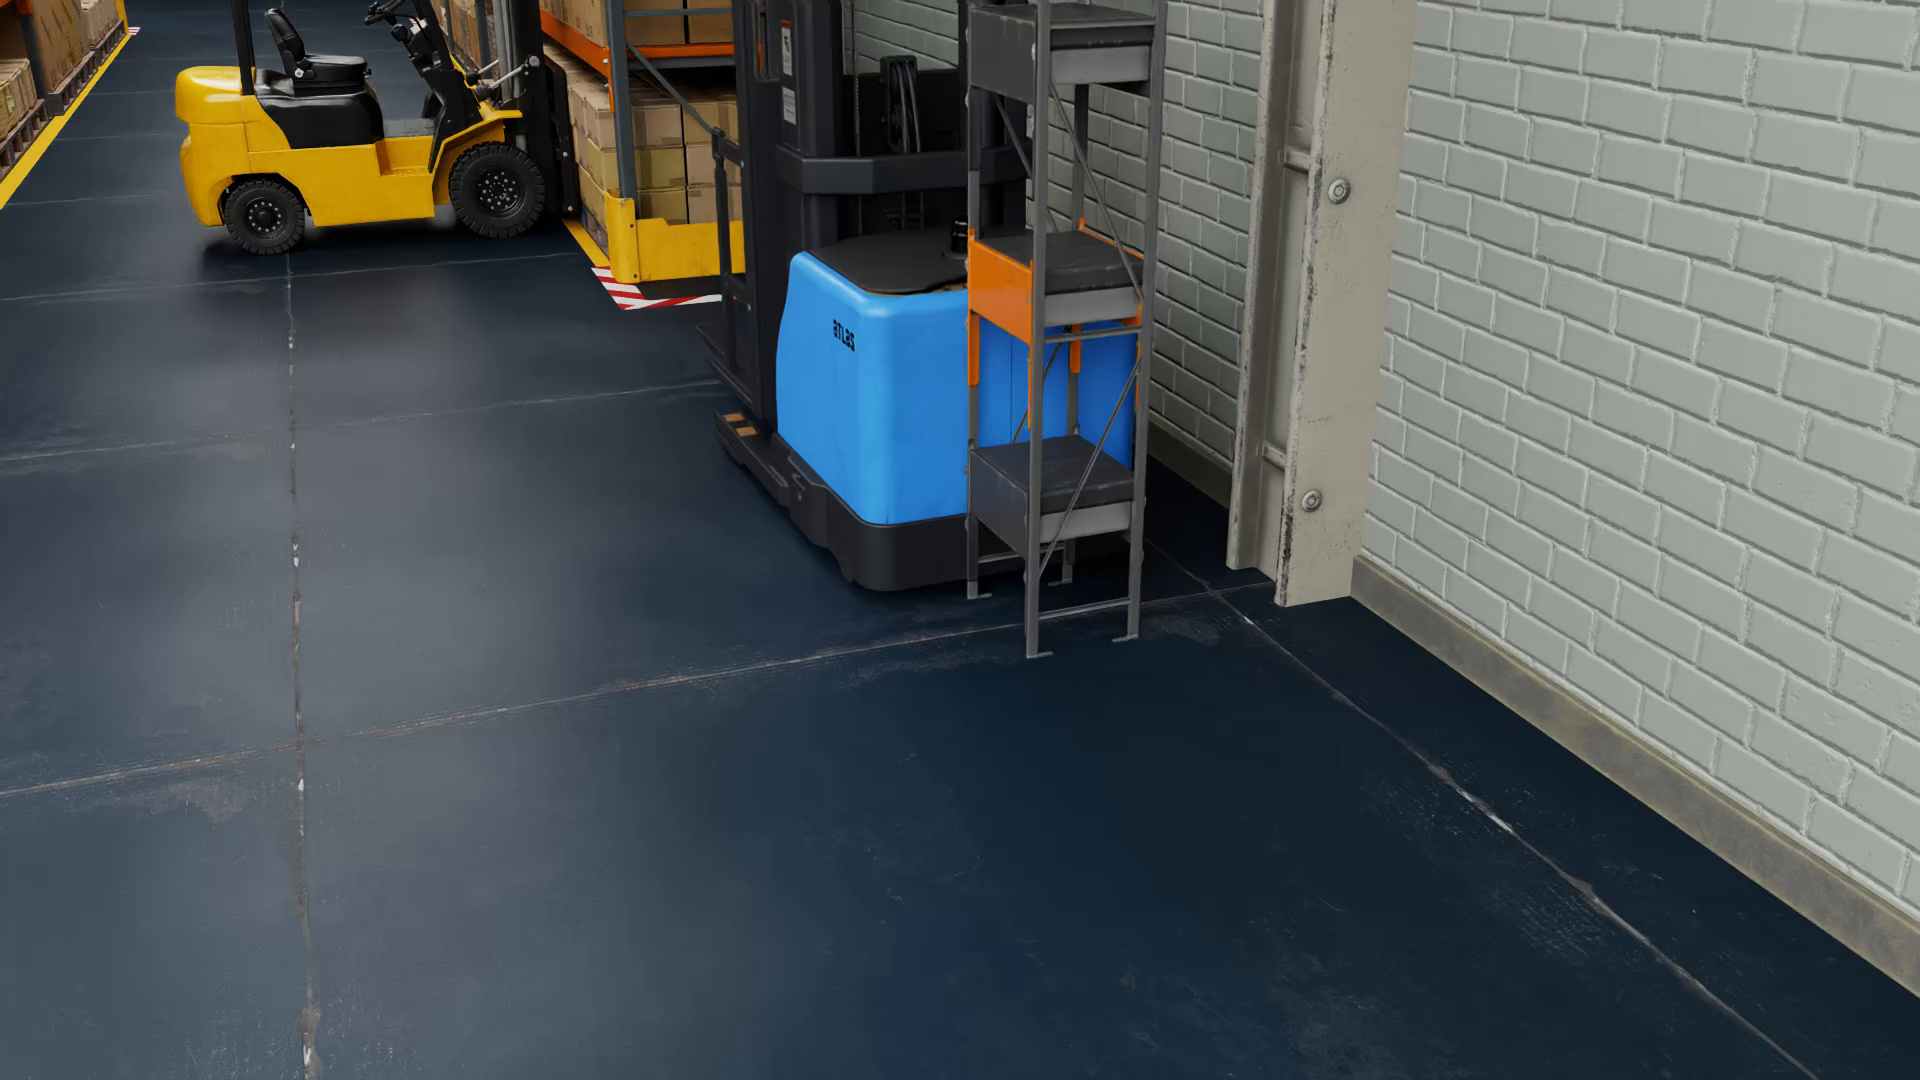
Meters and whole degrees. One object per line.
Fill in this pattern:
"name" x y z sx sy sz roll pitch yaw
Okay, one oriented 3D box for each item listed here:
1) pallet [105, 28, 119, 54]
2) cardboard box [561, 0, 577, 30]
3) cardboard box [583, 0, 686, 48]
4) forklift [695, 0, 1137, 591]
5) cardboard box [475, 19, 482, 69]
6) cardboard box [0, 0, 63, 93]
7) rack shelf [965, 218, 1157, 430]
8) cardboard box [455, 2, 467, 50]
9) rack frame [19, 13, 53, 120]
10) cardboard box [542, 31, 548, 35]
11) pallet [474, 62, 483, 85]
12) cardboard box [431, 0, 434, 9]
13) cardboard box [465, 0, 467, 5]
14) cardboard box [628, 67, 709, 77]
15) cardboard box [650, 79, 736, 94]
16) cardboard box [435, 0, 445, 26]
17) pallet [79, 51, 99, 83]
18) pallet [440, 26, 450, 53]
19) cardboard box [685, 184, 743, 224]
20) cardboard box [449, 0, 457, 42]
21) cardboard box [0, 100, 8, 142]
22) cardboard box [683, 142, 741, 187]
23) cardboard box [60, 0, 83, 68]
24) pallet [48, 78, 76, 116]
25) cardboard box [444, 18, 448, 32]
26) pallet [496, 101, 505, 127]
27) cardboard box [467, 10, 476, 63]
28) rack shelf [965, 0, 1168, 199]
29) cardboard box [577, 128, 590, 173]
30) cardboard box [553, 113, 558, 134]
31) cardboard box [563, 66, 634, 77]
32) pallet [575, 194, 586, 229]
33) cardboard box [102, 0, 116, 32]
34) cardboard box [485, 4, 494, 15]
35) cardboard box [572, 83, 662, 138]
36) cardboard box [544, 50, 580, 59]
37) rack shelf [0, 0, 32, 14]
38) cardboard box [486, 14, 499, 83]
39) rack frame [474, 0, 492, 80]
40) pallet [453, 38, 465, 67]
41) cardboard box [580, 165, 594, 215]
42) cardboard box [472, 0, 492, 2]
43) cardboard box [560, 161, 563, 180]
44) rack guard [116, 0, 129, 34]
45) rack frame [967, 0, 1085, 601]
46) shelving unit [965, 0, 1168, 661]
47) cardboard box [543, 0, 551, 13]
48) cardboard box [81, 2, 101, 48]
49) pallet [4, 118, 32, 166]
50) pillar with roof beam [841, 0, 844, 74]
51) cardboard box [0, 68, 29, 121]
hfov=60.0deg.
"pallet" -11.051 -6.172 20.622 1.003 0.211 1.213 -8 24 -19
"cardboard box" -2.315 -3.613 10.831 0.500 0.500 0.500 -9 24 -20
"cardboard box" -1.959 -3.237 9.939 0.500 0.500 0.500 -9 24 -20
"forklift" -0.408 -1.717 6.551 1.130 2.935 3.031 -9 25 -21
"cardboard box" -4.716 -5.121 17.215 0.500 0.500 0.500 -8 24 -17
"cardboard box" -9.174 -4.749 15.851 0.875 0.875 0.875 -9 24 -19
"rack shelf" 0.306 -0.688 5.215 0.431 0.518 0.480 -9 25 -21
"cardboard box" -5.448 -5.869 18.991 0.500 0.500 0.500 -9 25 -21
"rack frame" -9.008 -5.273 14.898 1.000 3.000 0.127 -8 24 -19
"cardboard box" -3.681 -4.345 15.213 0.875 0.625 0.625 -9 25 -21
"pallet" -4.594 -4.946 17.714 1.003 0.211 1.213 -8 24 -19
"cardboard box" -6.798 -7.352 22.509 0.700 0.500 0.500 -7 24 -17
"cardboard box" -5.381 -6.116 18.742 0.380 0.149 0.250 -7 24 -17
"cardboard box" -2.053 -3.187 11.662 0.500 0.250 0.500 -9 24 -20
"cardboard box" -1.712 -2.817 10.784 0.500 0.250 0.500 -8 24 -19
"cardboard box" -6.432 -6.975 21.615 0.700 0.500 0.500 -9 25 -21
"pallet" -10.078 -5.171 18.247 1.003 0.211 1.213 -8 24 -19
"pallet" -6.020 -6.373 21.099 1.003 0.211 1.213 -8 24 -19
"cardboard box" -1.530 -2.180 10.560 0.500 0.250 0.500 -8 24 -19
"cardboard box" -5.818 -6.243 19.879 0.500 0.500 0.500 -7 24 -17
"cardboard box" -8.039 -3.253 12.948 0.950 0.372 0.625 -7 24 -16
"cardboard box" -1.511 -2.404 10.448 0.500 0.250 0.500 -8 24 -18
"cardboard box" -9.800 -5.399 17.392 0.875 0.875 0.875 -8 24 -17
"pallet" -9.216 -4.284 16.143 1.003 0.211 1.213 -8 24 -19
"cardboard box" -6.250 -6.450 20.822 0.380 0.149 0.250 -9 25 -21
"pallet" -3.684 -3.923 15.286 1.003 0.211 1.213 -8 24 -19
"cardboard box" -5.070 -5.494 18.100 0.500 0.500 0.500 -7 24 -17
"rack shelf" 0.306 -1.333 4.943 0.431 0.518 0.480 -9 25 -21
"cardboard box" -2.171 -2.523 10.729 0.500 0.250 0.500 -9 24 -20
"cardboard box" -2.546 -2.890 11.600 0.500 0.250 0.500 -8 24 -19
"cardboard box" -2.539 -3.112 11.483 0.500 0.250 0.500 -9 24 -20
"pallet" -2.276 -2.478 11.857 1.003 0.211 1.213 -8 24 -19
"cardboard box" -11.176 -6.635 20.888 0.875 0.438 0.875 -8 24 -18
"cardboard box" -4.777 -5.440 17.138 0.380 0.149 0.250 -10 25 -22
"cardboard box" -2.179 -2.745 10.612 0.500 0.250 0.500 -8 24 -18
"cardboard box" -2.904 -3.483 12.363 0.500 0.250 0.500 -8 24 -19
"rack shelf" -8.301 -4.214 13.313 1.077 0.370 4.000 -8 24 -19
"cardboard box" -4.158 -4.826 16.354 0.875 0.625 0.625 -8 24 -17
"rack frame" -4.365 -5.955 16.517 1.000 3.000 0.127 -8 24 -19
"pallet" -5.456 -5.833 19.818 1.003 0.211 1.213 -8 24 -19
"cardboard box" -2.168 -2.284 10.806 0.500 0.250 0.500 -8 24 -19
"cardboard box" -4.954 -5.637 17.604 0.380 0.149 0.250 -9 25 -21
"cardboard box" -2.540 -2.653 11.681 0.500 0.250 0.500 -8 24 -17
"rack guard" -11.842 -7.036 22.300 1.175 0.500 0.348 -8 24 -19
"rack frame" 0.211 -0.788 5.417 0.400 2.100 0.015 -9 25 -21
"shelving unit" 0.306 -0.701 5.209 0.431 2.100 0.503 -9 25 -21
"cardboard box" -2.660 -3.980 11.702 0.500 0.500 0.500 -9 24 -20
"cardboard box" -10.542 -5.982 19.338 0.875 0.438 0.875 -9 24 -20
"pallet" -8.306 -3.261 13.715 1.003 0.211 1.213 -8 24 -19
"pillar with roof beam" -4.969 -5.599 7.947 9.100 9.000 0.400 -8 24 -19
"cardboard box" -8.549 -3.782 14.203 0.950 0.372 0.625 -9 24 -20
